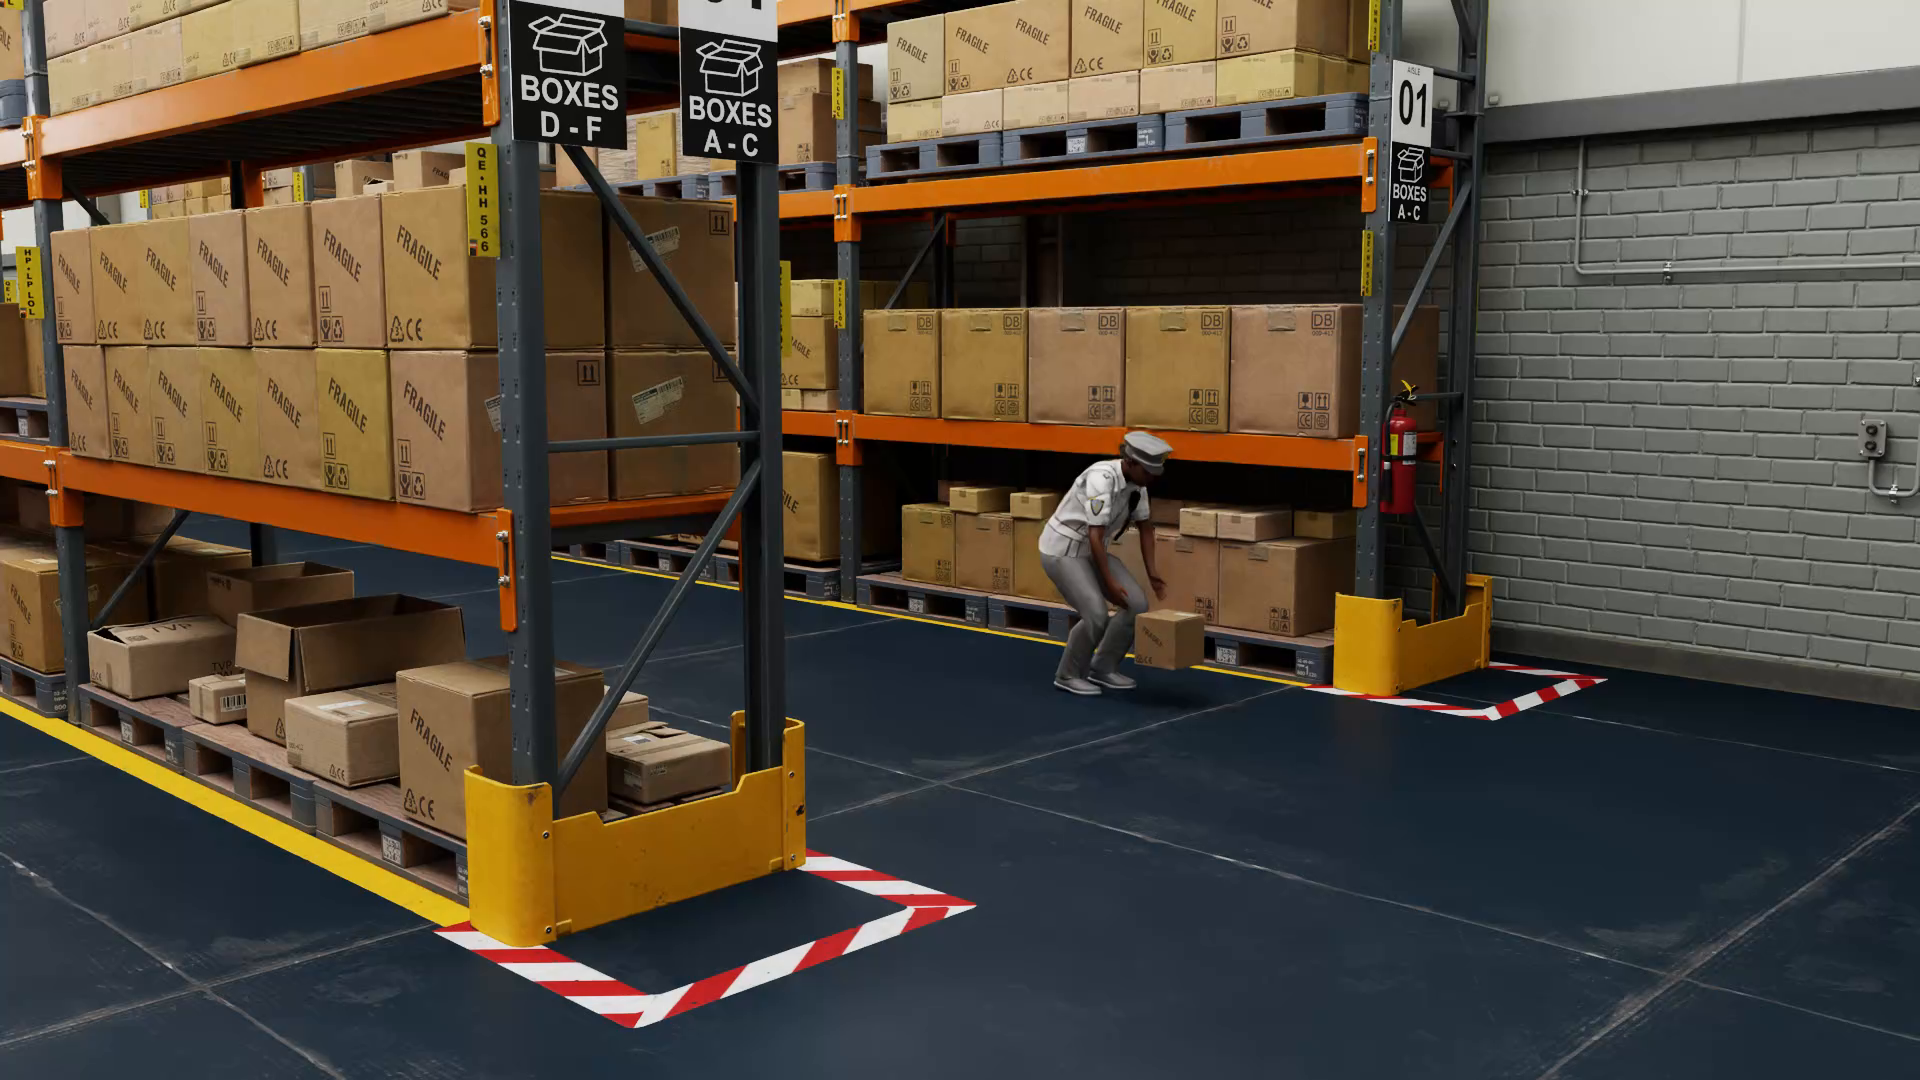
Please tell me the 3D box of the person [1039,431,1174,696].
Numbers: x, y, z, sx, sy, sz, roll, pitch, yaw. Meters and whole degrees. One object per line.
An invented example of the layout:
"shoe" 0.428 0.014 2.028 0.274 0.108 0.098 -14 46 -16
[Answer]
"person" 0.771 0.113 8.617 0.724 1.360 0.496 7 10 44
